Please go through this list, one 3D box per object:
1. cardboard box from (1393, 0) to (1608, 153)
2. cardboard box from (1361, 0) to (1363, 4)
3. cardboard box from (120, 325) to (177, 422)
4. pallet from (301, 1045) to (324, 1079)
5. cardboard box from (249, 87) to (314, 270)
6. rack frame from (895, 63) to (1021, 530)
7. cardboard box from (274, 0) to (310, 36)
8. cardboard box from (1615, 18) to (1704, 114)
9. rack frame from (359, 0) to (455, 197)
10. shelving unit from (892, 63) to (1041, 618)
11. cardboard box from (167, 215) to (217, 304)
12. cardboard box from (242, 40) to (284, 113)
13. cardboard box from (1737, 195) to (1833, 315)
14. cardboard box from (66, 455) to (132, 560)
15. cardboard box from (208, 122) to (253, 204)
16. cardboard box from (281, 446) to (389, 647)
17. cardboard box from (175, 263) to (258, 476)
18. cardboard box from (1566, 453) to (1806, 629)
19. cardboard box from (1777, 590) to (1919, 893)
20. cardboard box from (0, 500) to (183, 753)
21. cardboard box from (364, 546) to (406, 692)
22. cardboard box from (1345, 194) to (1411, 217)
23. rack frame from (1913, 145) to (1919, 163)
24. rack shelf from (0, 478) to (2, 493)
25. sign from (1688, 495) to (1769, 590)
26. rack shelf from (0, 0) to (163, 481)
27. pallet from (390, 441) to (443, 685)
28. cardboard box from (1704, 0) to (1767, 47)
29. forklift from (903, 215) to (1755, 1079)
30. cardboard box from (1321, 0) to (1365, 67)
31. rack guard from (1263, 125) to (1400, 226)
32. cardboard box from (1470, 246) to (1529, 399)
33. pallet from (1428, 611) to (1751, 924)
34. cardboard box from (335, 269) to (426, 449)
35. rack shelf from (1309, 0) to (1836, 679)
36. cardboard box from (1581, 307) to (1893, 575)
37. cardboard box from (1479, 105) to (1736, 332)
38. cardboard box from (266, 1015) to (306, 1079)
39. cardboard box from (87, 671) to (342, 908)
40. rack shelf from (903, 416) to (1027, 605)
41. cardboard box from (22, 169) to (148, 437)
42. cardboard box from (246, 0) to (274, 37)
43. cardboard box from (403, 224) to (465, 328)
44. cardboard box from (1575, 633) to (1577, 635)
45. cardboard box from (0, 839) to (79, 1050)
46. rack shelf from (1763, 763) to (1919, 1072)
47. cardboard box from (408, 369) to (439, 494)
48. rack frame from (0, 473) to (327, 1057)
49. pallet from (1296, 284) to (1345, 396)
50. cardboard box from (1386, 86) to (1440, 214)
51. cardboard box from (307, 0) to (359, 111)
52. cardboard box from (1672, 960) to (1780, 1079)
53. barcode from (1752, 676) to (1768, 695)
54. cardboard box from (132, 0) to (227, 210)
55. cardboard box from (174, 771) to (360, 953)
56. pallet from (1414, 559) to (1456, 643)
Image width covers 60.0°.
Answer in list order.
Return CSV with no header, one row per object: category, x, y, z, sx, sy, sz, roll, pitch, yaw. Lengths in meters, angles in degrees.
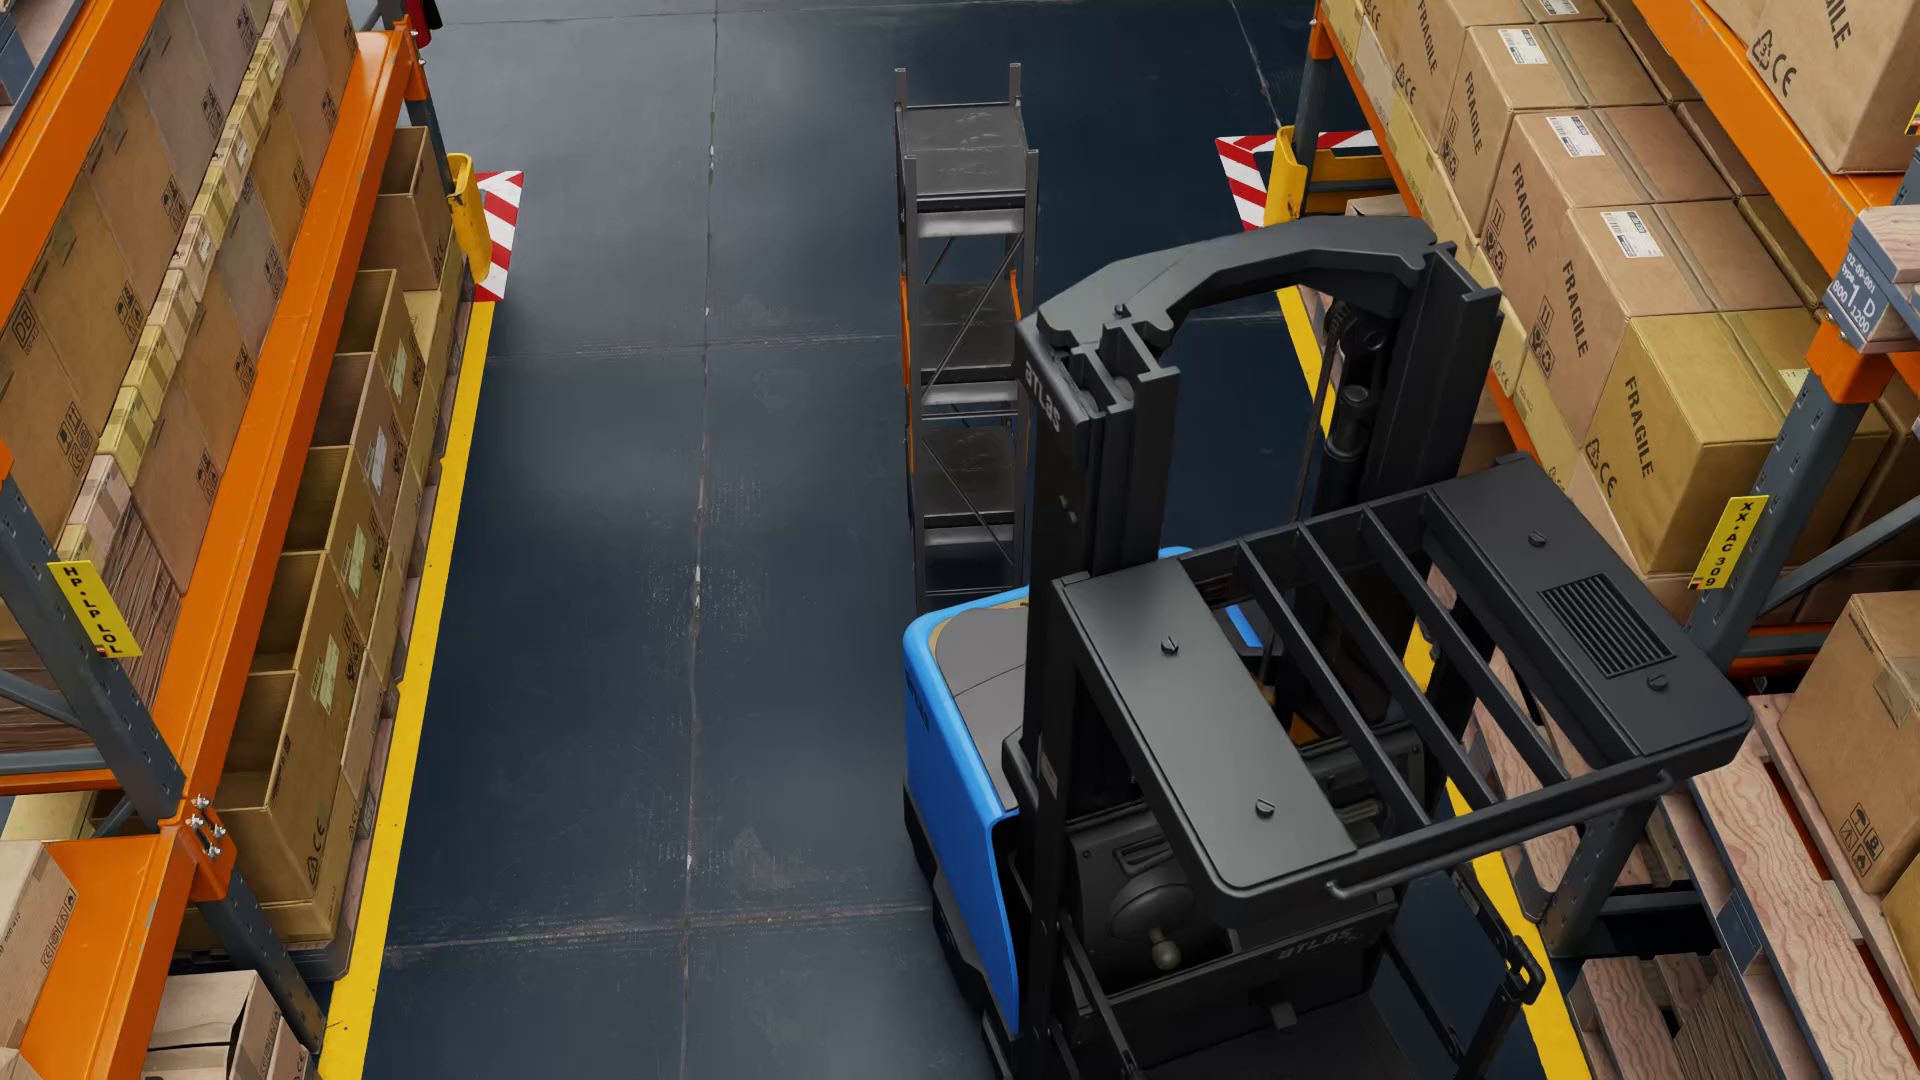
cardboard box,1.899,-1.743,5.907,0.500,0.500,0.500,-5,47,-5
cardboard box,1.831,-2.475,6.601,0.500,0.500,0.500,-3,47,-3
cardboard box,-2.408,-0.449,4.594,0.380,0.149,0.250,-4,47,-4
pallet,-2.410,2.062,4.652,1.003,0.211,1.213,-3,47,-3
cardboard box,-2.735,-1.278,5.826,0.700,0.500,0.500,-3,47,-3
rack frame,-0.007,-0.779,6.041,0.400,2.100,0.015,-3,47,-3
cardboard box,-2.579,-1.940,6.006,0.380,0.149,0.250,-4,47,-4
cardboard box,2.464,-1.408,5.590,0.500,0.500,0.500,-3,47,-3
rack frame,-2.846,-2.322,6.883,1.000,3.000,0.127,-3,47,-3
shelving unit,0.014,-0.602,5.874,0.431,2.100,0.503,-3,47,-3
cardboard box,-2.452,-0.823,4.948,0.380,0.149,0.250,-5,47,-4
cardboard box,-2.538,-1.568,5.653,0.380,0.149,0.250,-2,47,-2
cardboard box,2.555,-0.672,4.893,0.500,0.500,0.500,-4,47,-4
cardboard box,-2.361,-0.073,4.237,0.380,0.149,0.250,-3,47,-3
cardboard box,-2.492,-1.192,5.298,0.380,0.149,0.250,-4,47,-4
cardboard box,-2.321,0.037,5.737,0.500,0.500,0.500,-3,47,-3
cardboard box,-2.643,-0.527,5.114,0.700,0.500,0.500,-3,47,-3
cardboard box,2.084,-0.011,4.784,0.500,0.250,0.500,-3,47,-3
cardboard box,2.434,0.453,3.883,0.700,0.500,0.500,-3,47,-3
cardboard box,-2.554,0.217,4.409,0.700,0.500,0.500,-5,47,-4
cardboard box,-2.321,0.295,6.009,0.500,0.250,0.500,-3,47,-3
cardboard box,2.059,-1.346,7.508,0.500,0.311,0.500,-8,47,-8
rack frame,2.425,-1.794,2.252,1.000,3.000,0.127,-3,47,-3
rack shelf,-2.343,1.235,1.944,1.077,0.370,4.000,-3,47,-3
sign,1.885,0.009,4.079,0.100,0.325,0.005,-3,47,-3
rack shelf,-2.678,-1.659,4.685,1.077,0.370,4.000,-3,47,-3
pallet,-2.641,0.068,6.540,1.003,0.211,1.213,-3,47,-3
cardboard box,2.107,-1.521,3.976,0.500,0.500,0.500,-7,47,-7
forklift,0.792,0.858,3.919,1.130,2.935,3.031,-15,48,-14
cardboard box,1.815,-2.208,6.865,0.500,0.250,0.500,-5,47,-4
rack guard,2.097,-1.711,8.026,1.175,0.500,0.348,-3,47,-3
cardboard box,1.993,-0.735,5.470,0.500,0.250,0.500,-4,47,-4
pallet,2.334,0.744,5.900,1.003,0.211,1.213,-3,47,-3
cardboard box,-2.406,-0.686,6.422,0.500,0.500,0.500,-3,47,-3
rack shelf,2.258,-0.931,6.061,1.077,0.370,4.000,-3,47,-3
cardboard box,2.078,-0.268,4.511,0.500,0.500,0.500,-4,47,-3
cardboard box,1.999,-0.994,5.198,0.500,0.500,0.500,-5,47,-4
cardboard box,-2.187,1.656,4.720,0.500,0.250,0.500,-4,47,-4
cardboard box,-2.237,0.761,5.051,0.500,0.500,0.500,-3,47,-3
rack shelf,0.014,-0.112,6.392,0.431,0.518,0.480,-3,47,-3
cardboard box,-2.598,-0.594,4.285,0.700,0.500,0.500,-4,47,-3
cardboard box,-2.765,-2.045,5.659,0.700,0.500,0.500,-5,47,-4
cardboard box,-2.506,-1.151,7.378,0.500,0.250,0.500,-3,47,-3
cardboard box,2.299,0.228,5.886,0.500,0.500,0.500,-7,47,-6
cardboard box,-2.426,0.977,3.862,0.500,0.250,0.500,-1,47,-1
rack shelf,2.593,1.963,3.321,1.077,0.370,4.000,-3,47,-3
cardboard box,-2.409,-0.428,6.694,0.500,0.250,0.500,-3,47,-3
rack frame,-2.511,0.572,4.142,1.000,3.000,0.127,-3,47,-3
pallet,2.130,-1.022,7.572,1.003,0.211,1.213,-3,47,-3
cardboard box,1.909,-1.465,6.161,0.500,0.250,0.500,-4,47,-4
cardboard box,-2.819,-2.018,6.526,0.700,0.500,0.500,-3,47,-3
cardboard box,2.504,1.508,4.674,0.700,0.500,0.500,-2,47,-2
barcode,2.619,0.461,5.445,0.001,0.075,0.075,-3,47,-3
cardboard box,-2.680,-1.318,4.970,0.700,0.500,0.500,-3,47,-3
cardboard box,-2.247,1.019,5.323,0.500,0.250,0.500,-3,47,-3
pallet,2.229,-0.141,6.738,1.003,0.211,1.213,-3,47,-3
